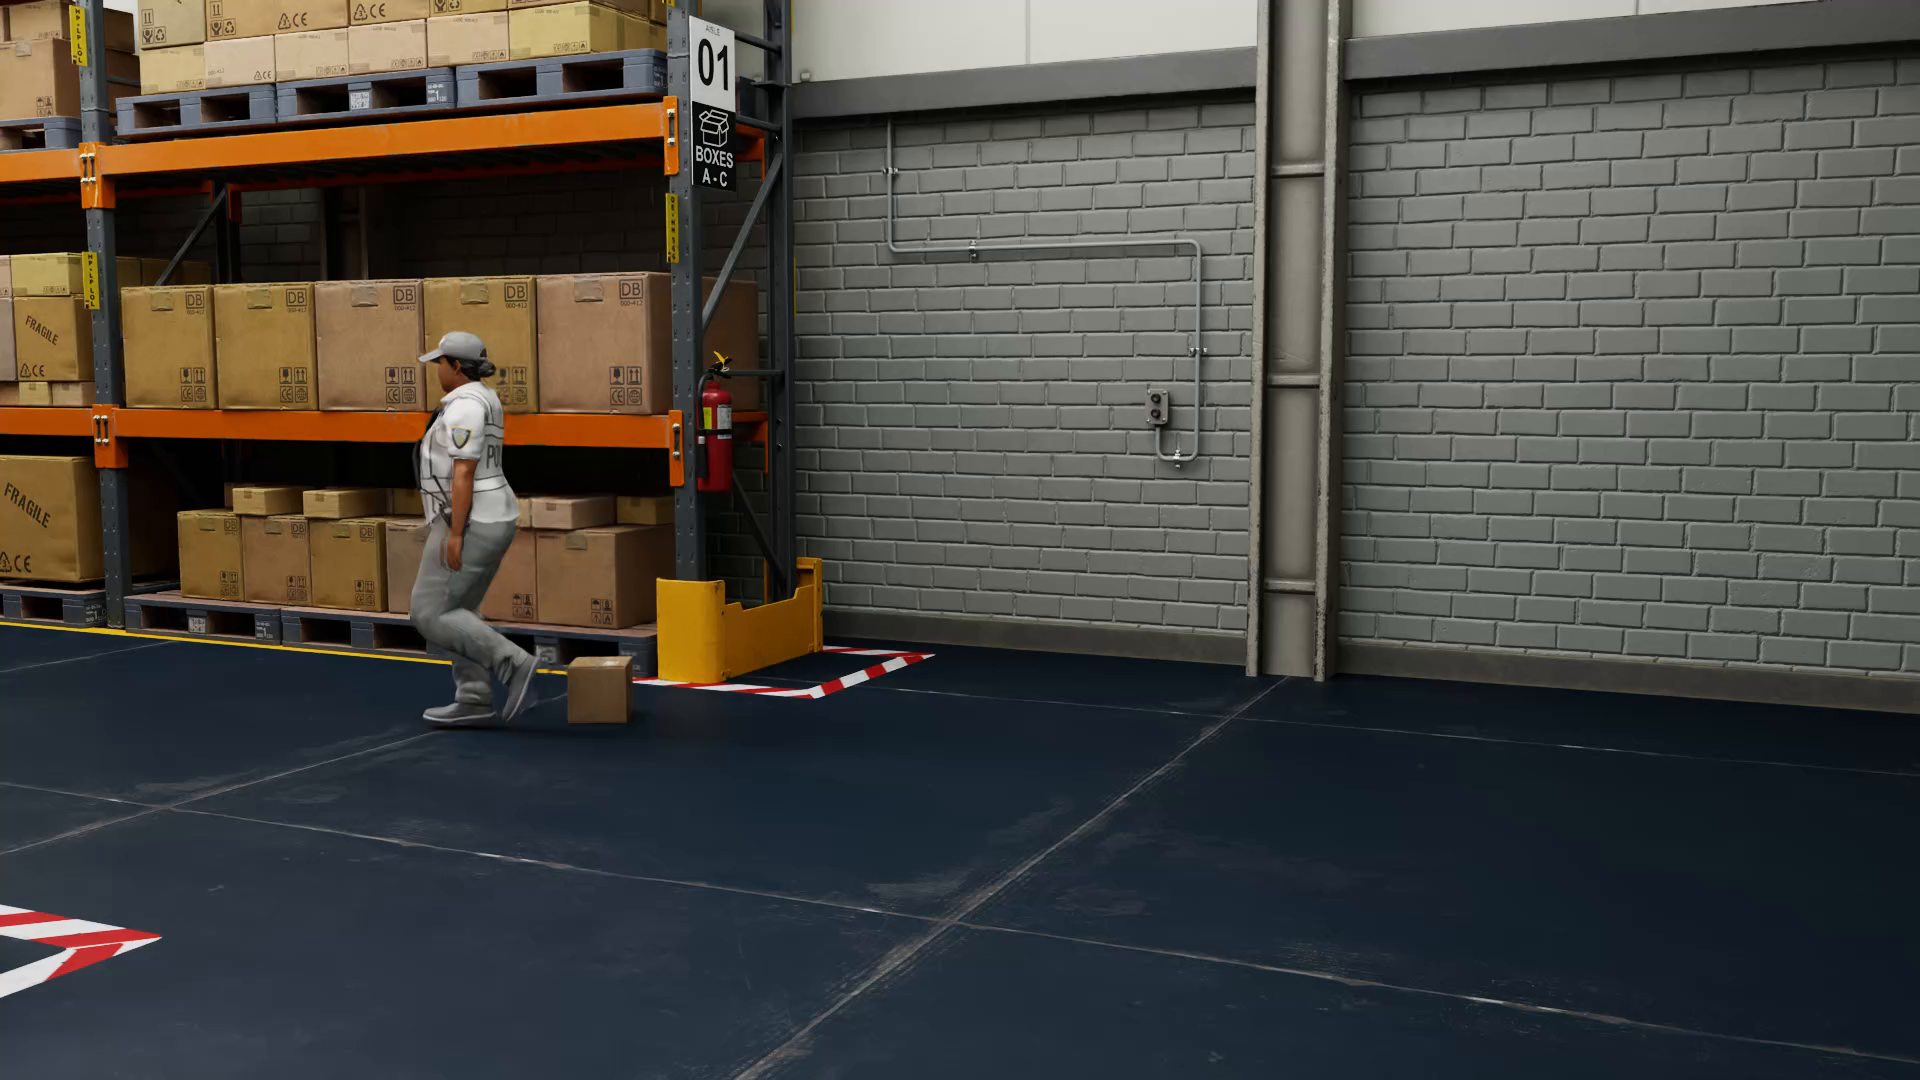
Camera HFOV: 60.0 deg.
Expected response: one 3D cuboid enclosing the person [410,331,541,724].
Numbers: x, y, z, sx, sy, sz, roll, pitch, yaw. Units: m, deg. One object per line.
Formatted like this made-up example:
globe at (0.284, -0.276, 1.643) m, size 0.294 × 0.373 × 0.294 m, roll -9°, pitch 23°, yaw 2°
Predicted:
person at (-2.020, -0.044, 6.957) m, size 0.523 × 1.652 × 0.490 m, roll -1°, pitch 6°, yaw -5°
